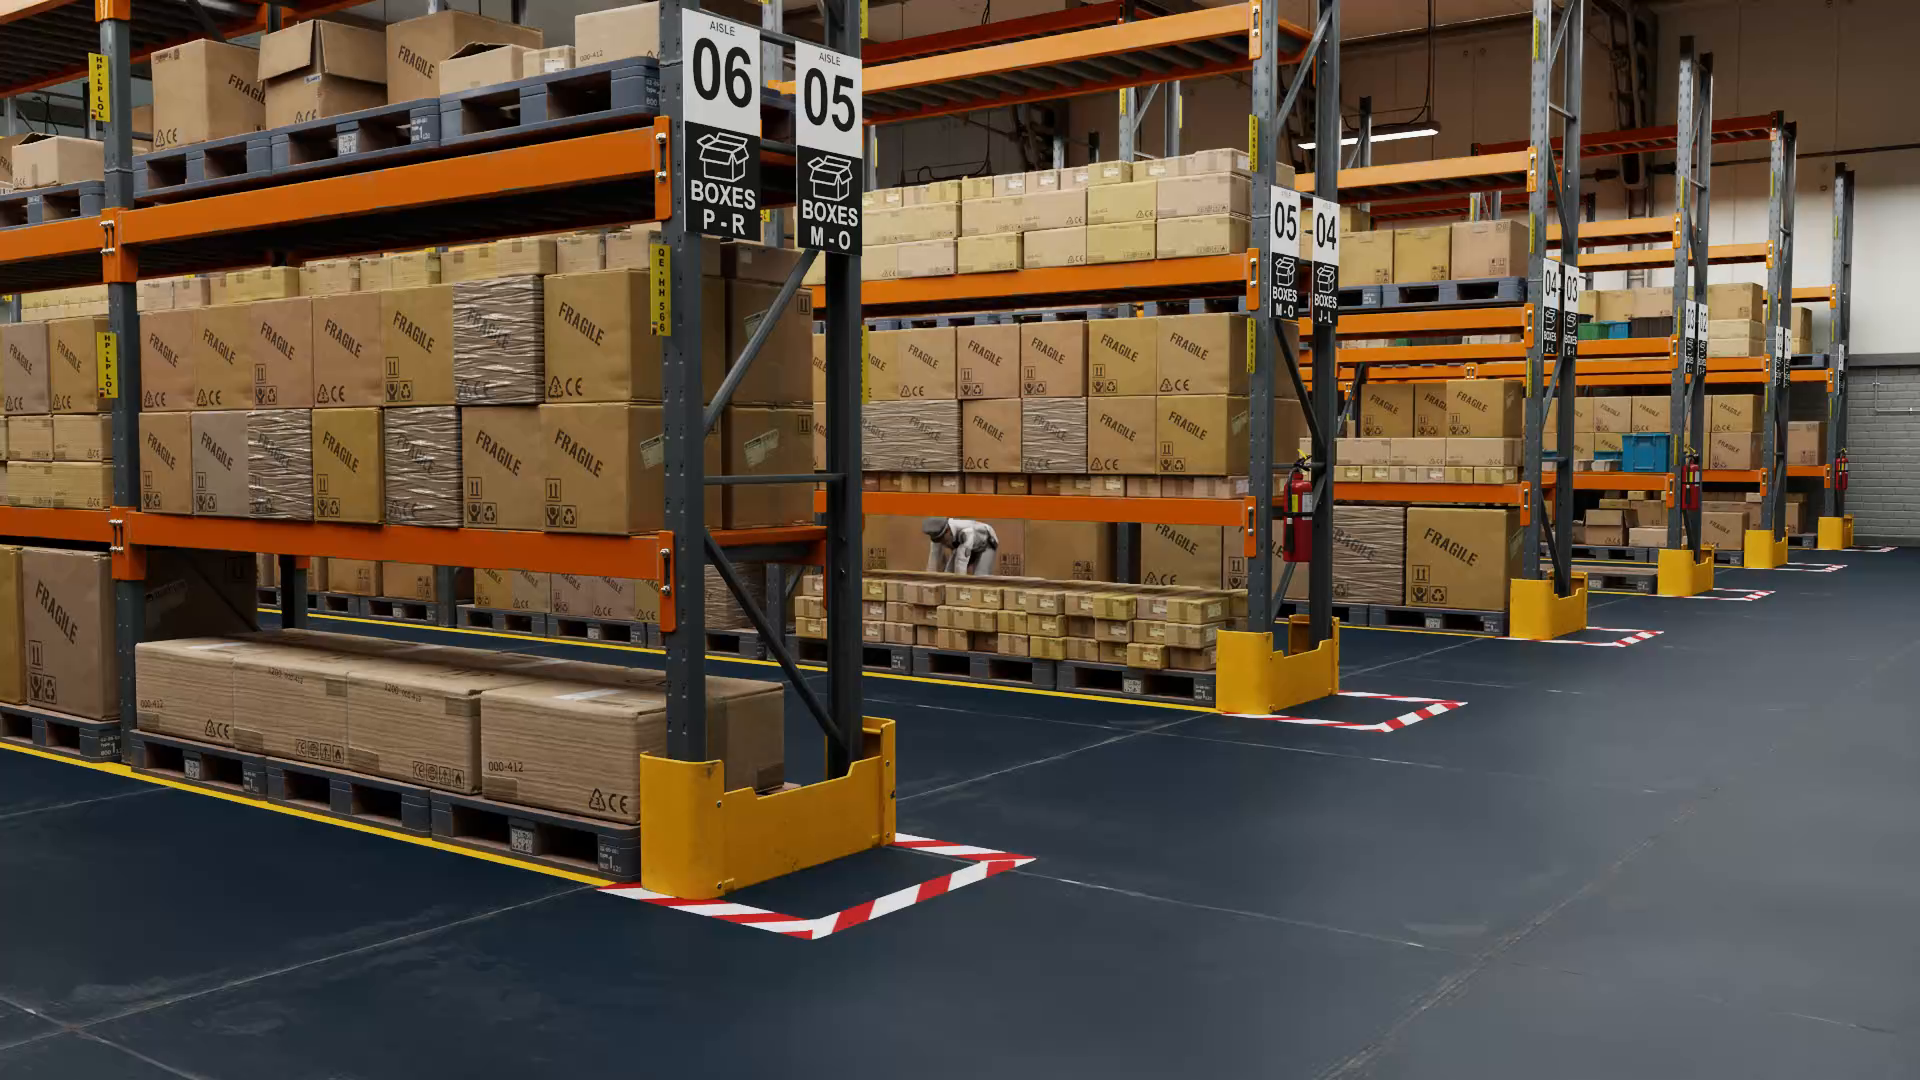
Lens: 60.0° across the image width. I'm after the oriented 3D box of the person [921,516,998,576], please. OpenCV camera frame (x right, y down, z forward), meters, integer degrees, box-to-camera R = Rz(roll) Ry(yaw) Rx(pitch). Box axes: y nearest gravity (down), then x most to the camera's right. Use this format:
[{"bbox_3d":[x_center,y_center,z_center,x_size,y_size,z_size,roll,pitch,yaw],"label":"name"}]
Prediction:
[{"bbox_3d":[-0.013,0.280,14.353,0.451,1.085,0.920,2,4,33],"label":"person"}]
